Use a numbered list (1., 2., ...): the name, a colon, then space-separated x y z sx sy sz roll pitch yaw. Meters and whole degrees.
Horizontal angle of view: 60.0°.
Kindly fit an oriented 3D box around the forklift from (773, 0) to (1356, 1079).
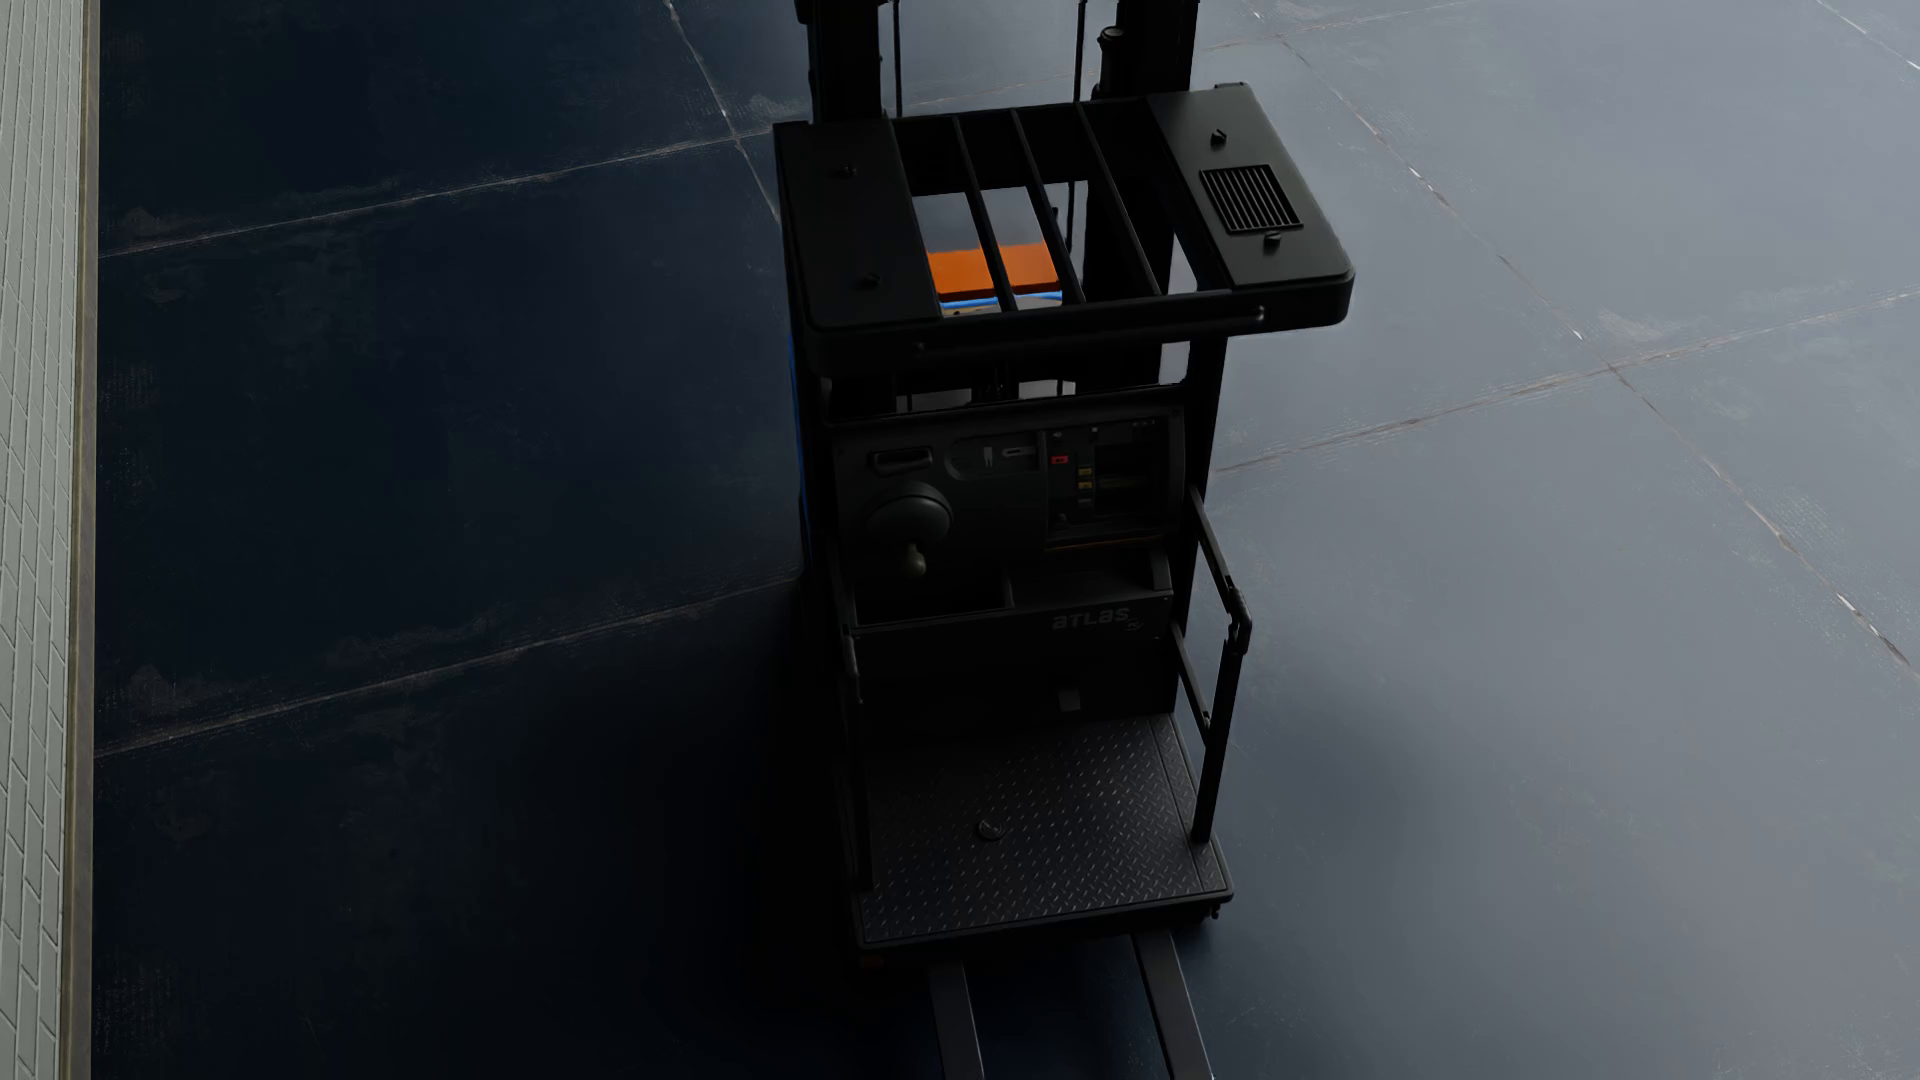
1. forklift: 0.173 -0.040 4.221 1.130 2.935 3.031 -7 46 -7

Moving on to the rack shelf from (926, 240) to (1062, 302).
1. rack shelf: 0.103 -0.893 5.738 0.480 0.148 0.258 -7 45 -7

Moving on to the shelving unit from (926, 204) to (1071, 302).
1. shelving unit: 0.103 -0.615 6.016 0.503 1.200 0.258 -7 45 -7

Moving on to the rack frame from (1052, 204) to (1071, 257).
1. rack frame: 0.344 -0.644 6.045 0.015 1.200 0.240 -7 45 -7
